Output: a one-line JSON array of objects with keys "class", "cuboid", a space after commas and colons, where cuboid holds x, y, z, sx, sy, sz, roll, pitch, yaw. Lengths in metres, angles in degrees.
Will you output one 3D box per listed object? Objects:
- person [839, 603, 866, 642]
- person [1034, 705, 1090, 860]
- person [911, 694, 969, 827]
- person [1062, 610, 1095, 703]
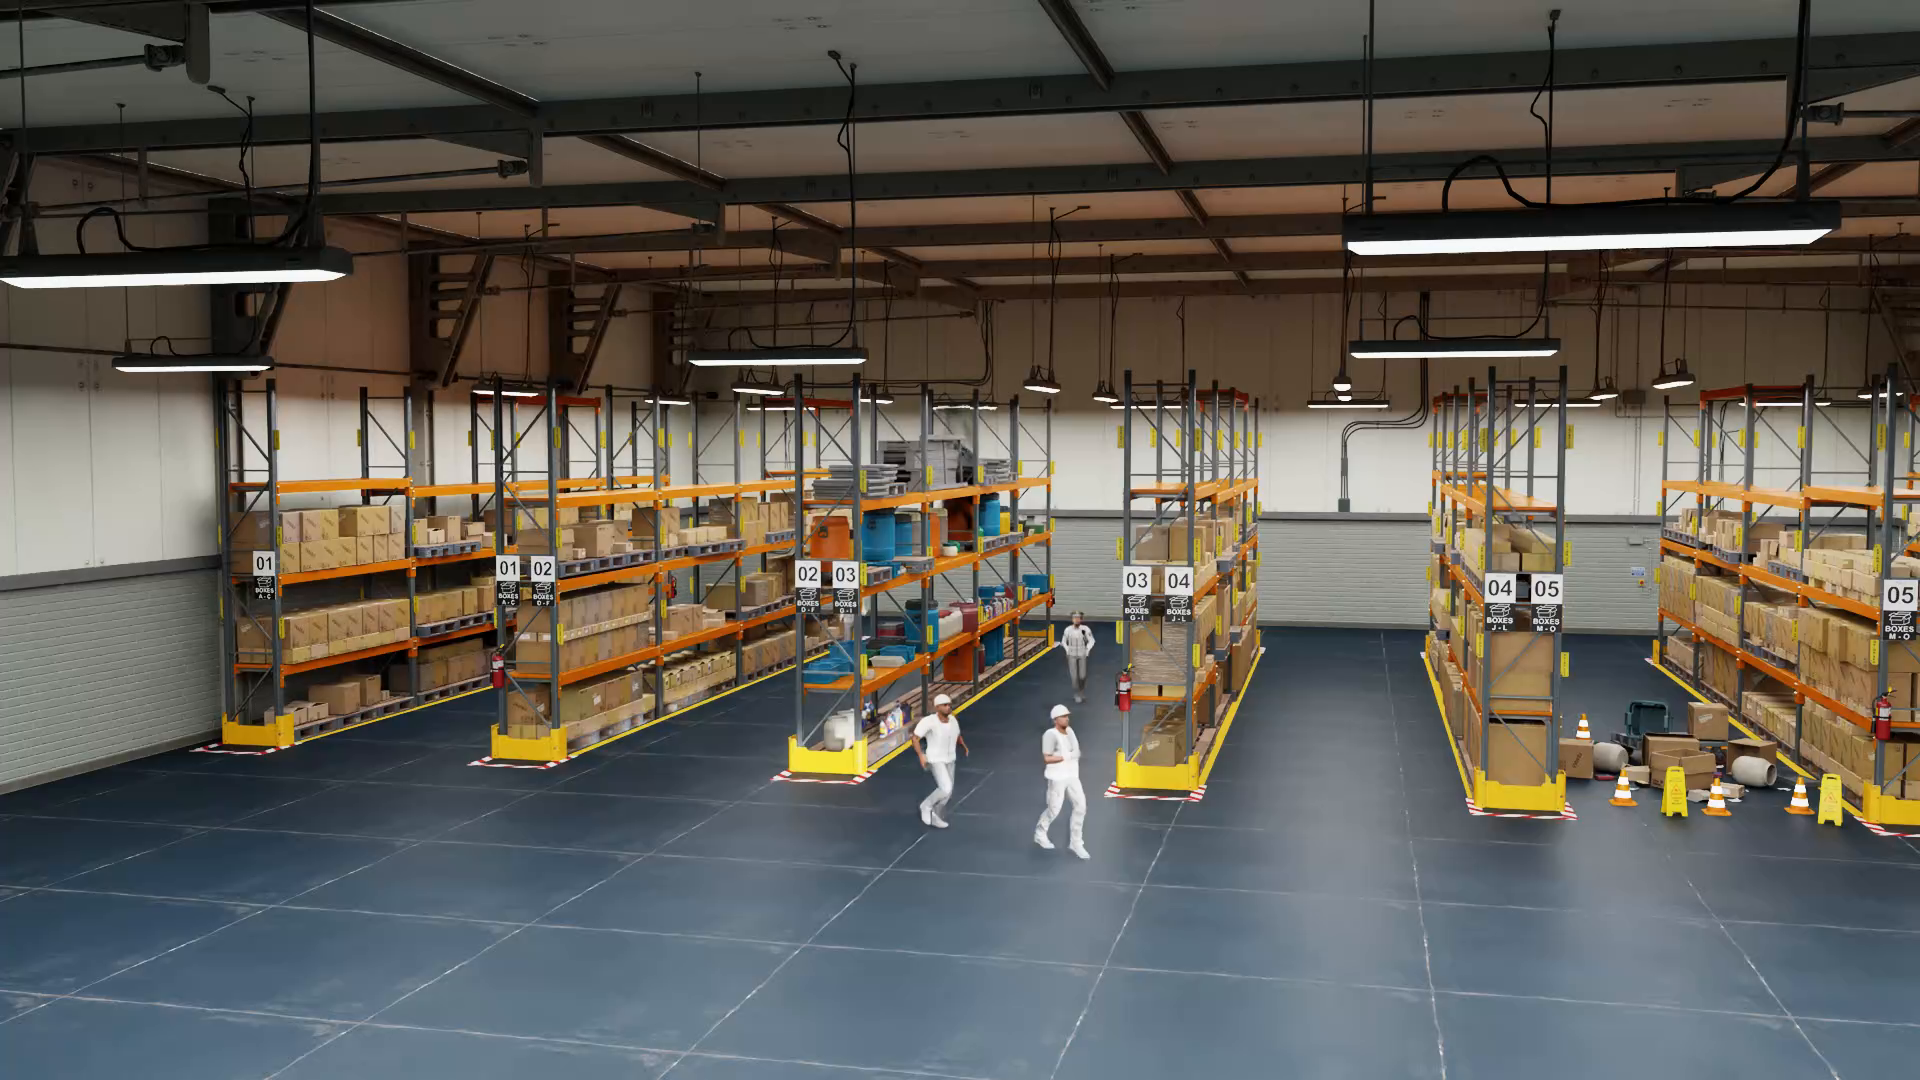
[{"class": "person", "cuboid": [-2.289, 1.769, 35.117, 0.625, 1.670, 0.682, 0, 3, 5]}, {"class": "person", "cuboid": [1.218, 2.898, 20.012, 0.657, 1.835, 0.763, -3, 5, -44]}, {"class": "person", "cuboid": [-0.205, 2.849, 21.437, 0.707, 1.730, 0.570, -3, 5, -45]}, {"class": "person", "cuboid": [2.113, 2.090, 29.849, 0.592, 1.666, 0.501, 0, 3, 7]}]
